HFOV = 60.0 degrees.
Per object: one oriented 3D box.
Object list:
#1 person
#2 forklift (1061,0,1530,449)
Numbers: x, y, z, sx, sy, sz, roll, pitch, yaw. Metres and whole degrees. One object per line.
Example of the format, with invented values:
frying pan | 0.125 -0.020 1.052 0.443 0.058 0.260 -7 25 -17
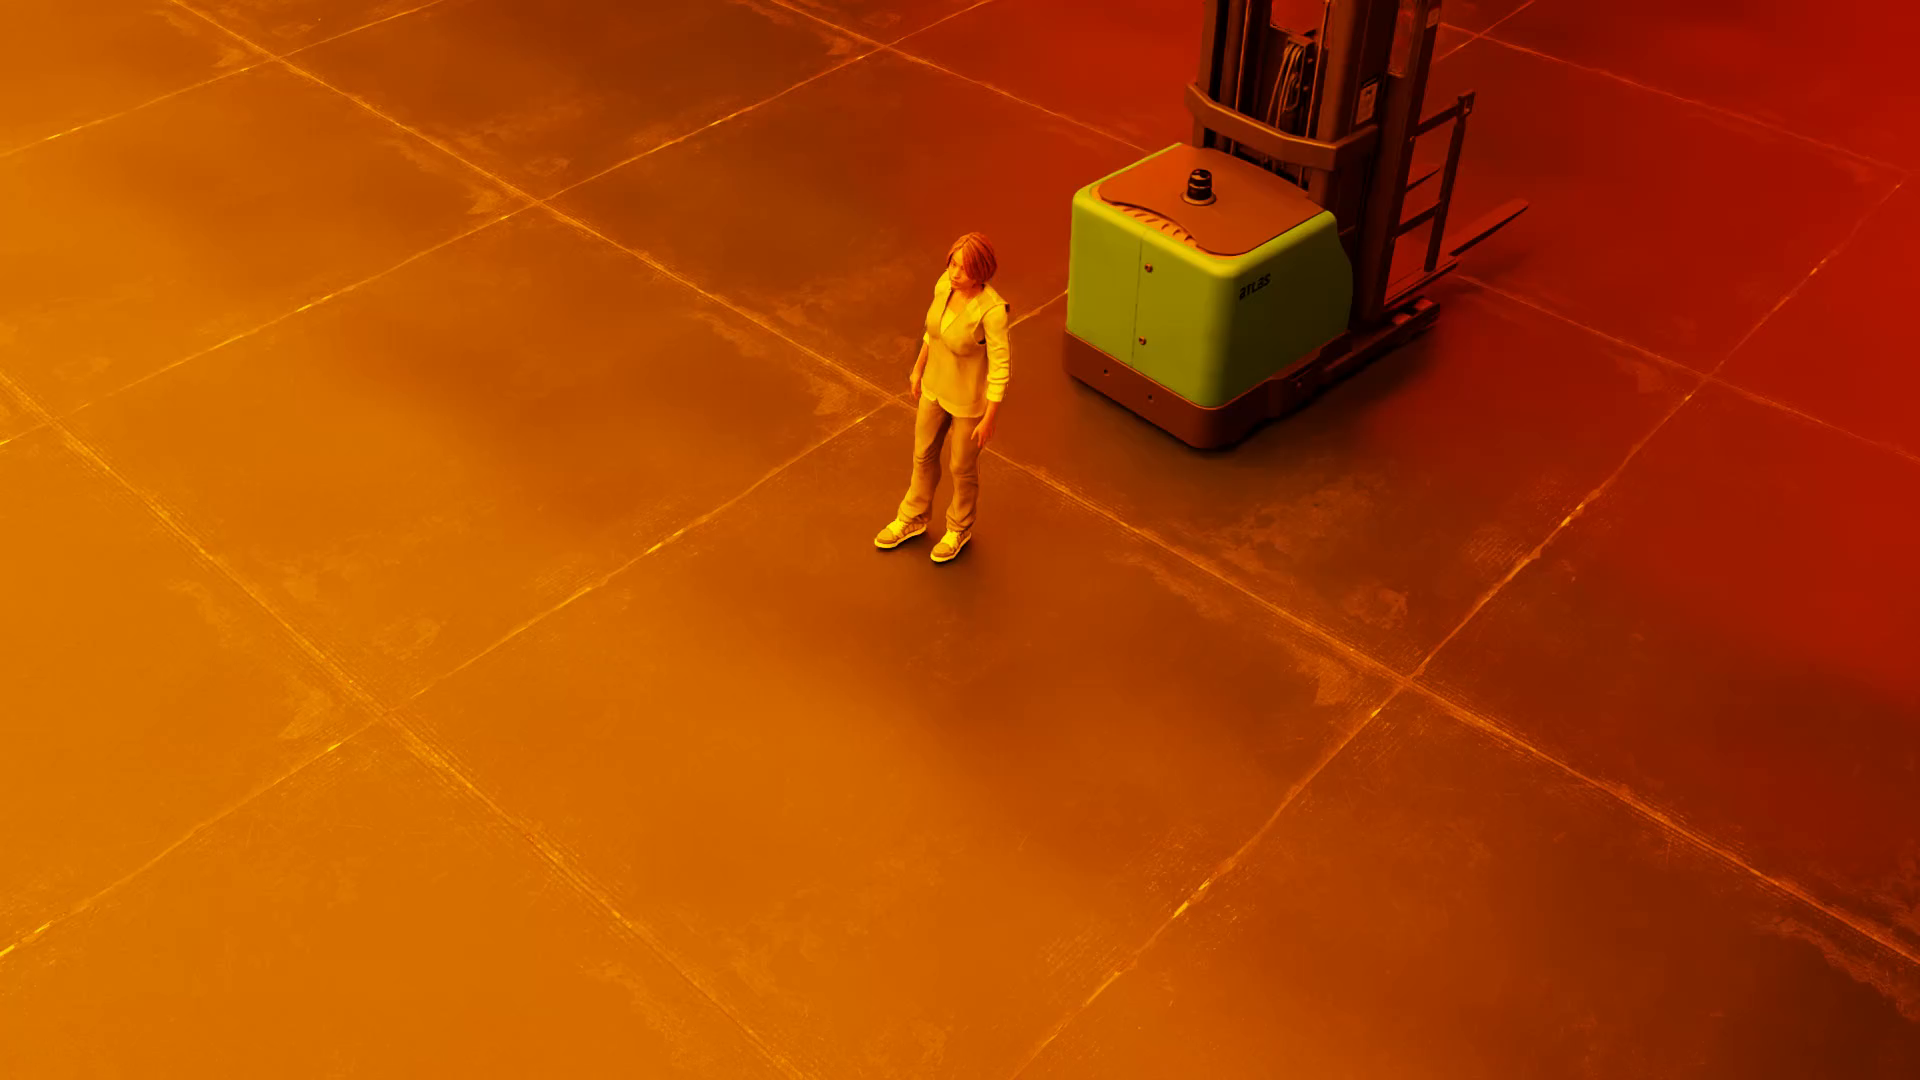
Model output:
person | -0.065 -0.571 7.113 0.489 1.598 0.506 -30 49 -31
forklift | 1.953 -2.388 8.211 3.031 2.935 1.130 -31 49 -31
